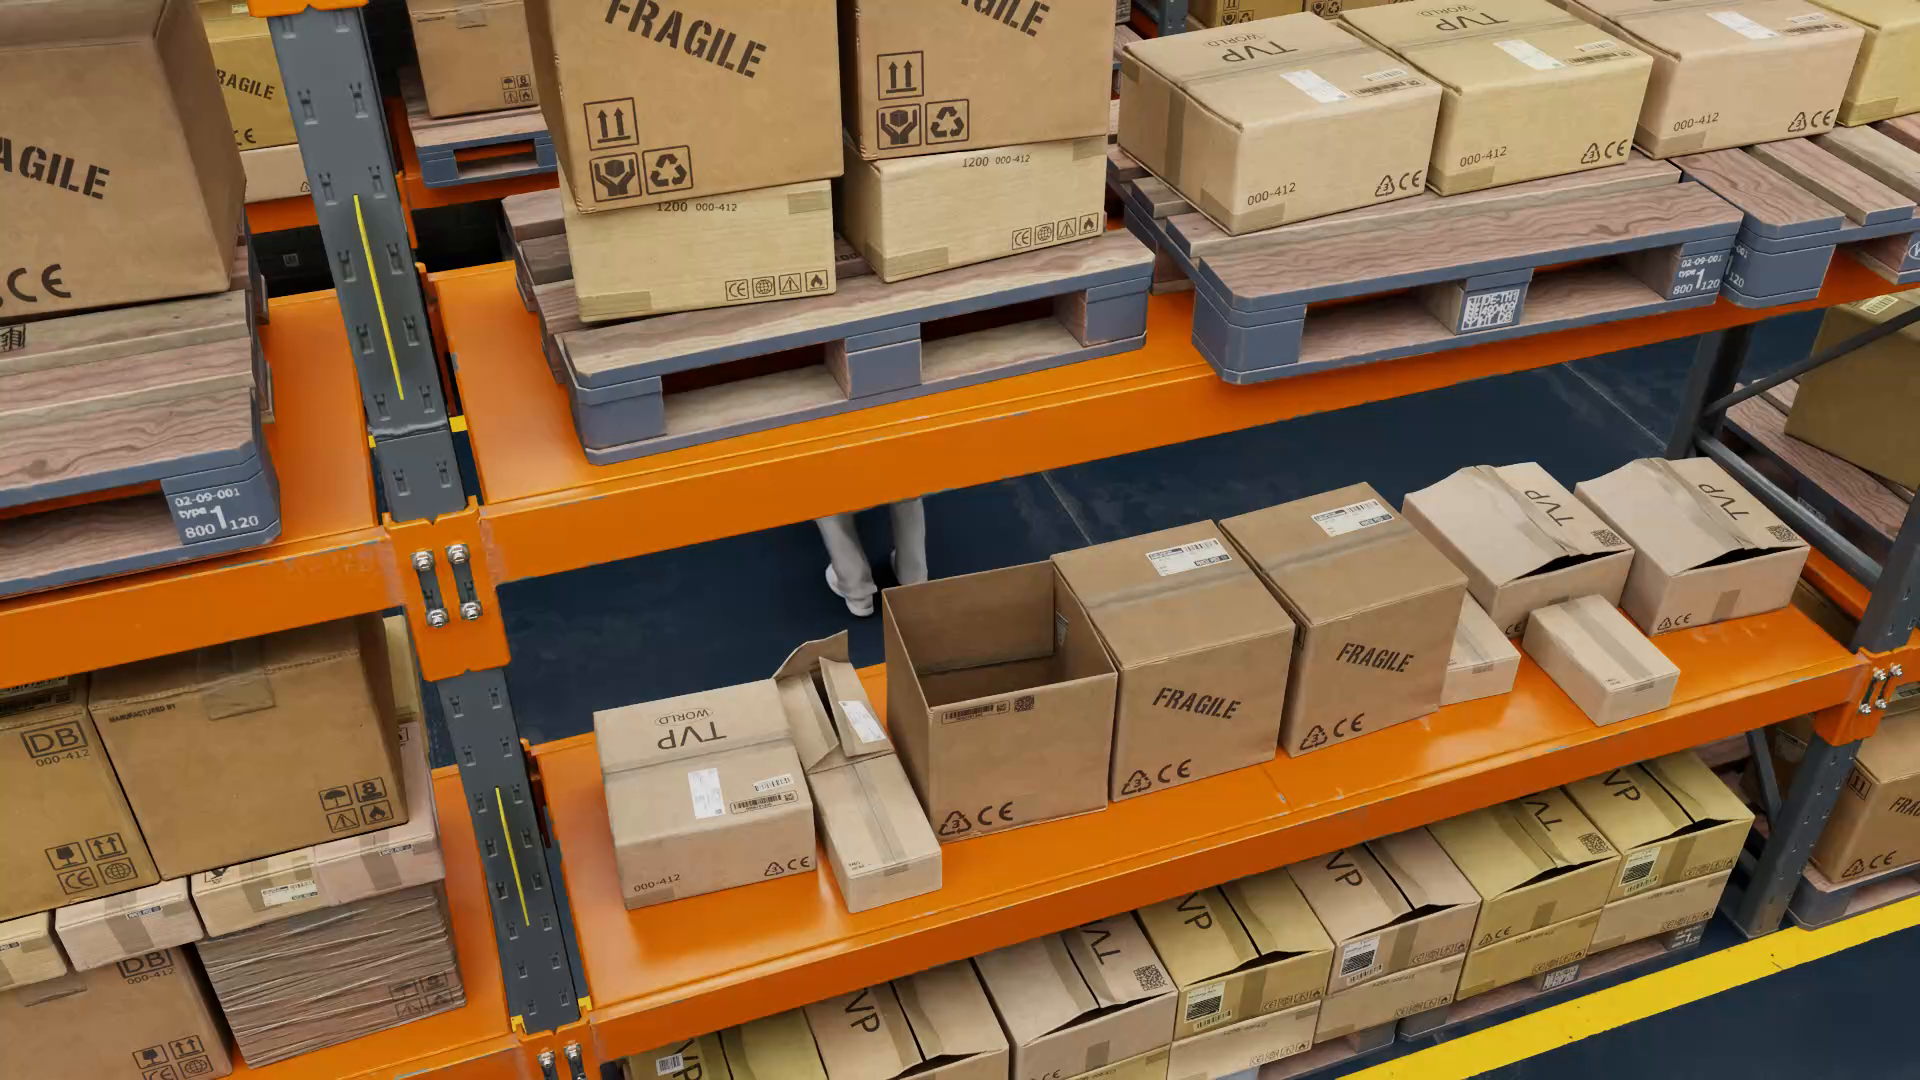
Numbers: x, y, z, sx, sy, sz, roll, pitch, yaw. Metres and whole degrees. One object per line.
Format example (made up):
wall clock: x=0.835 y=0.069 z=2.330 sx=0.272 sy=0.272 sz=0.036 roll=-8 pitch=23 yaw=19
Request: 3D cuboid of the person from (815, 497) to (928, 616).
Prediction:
person: x=-0.421 y=-0.318 z=7.153 sx=0.588 sy=1.085 sz=0.941 roll=-14 pitch=40 yaw=-18
